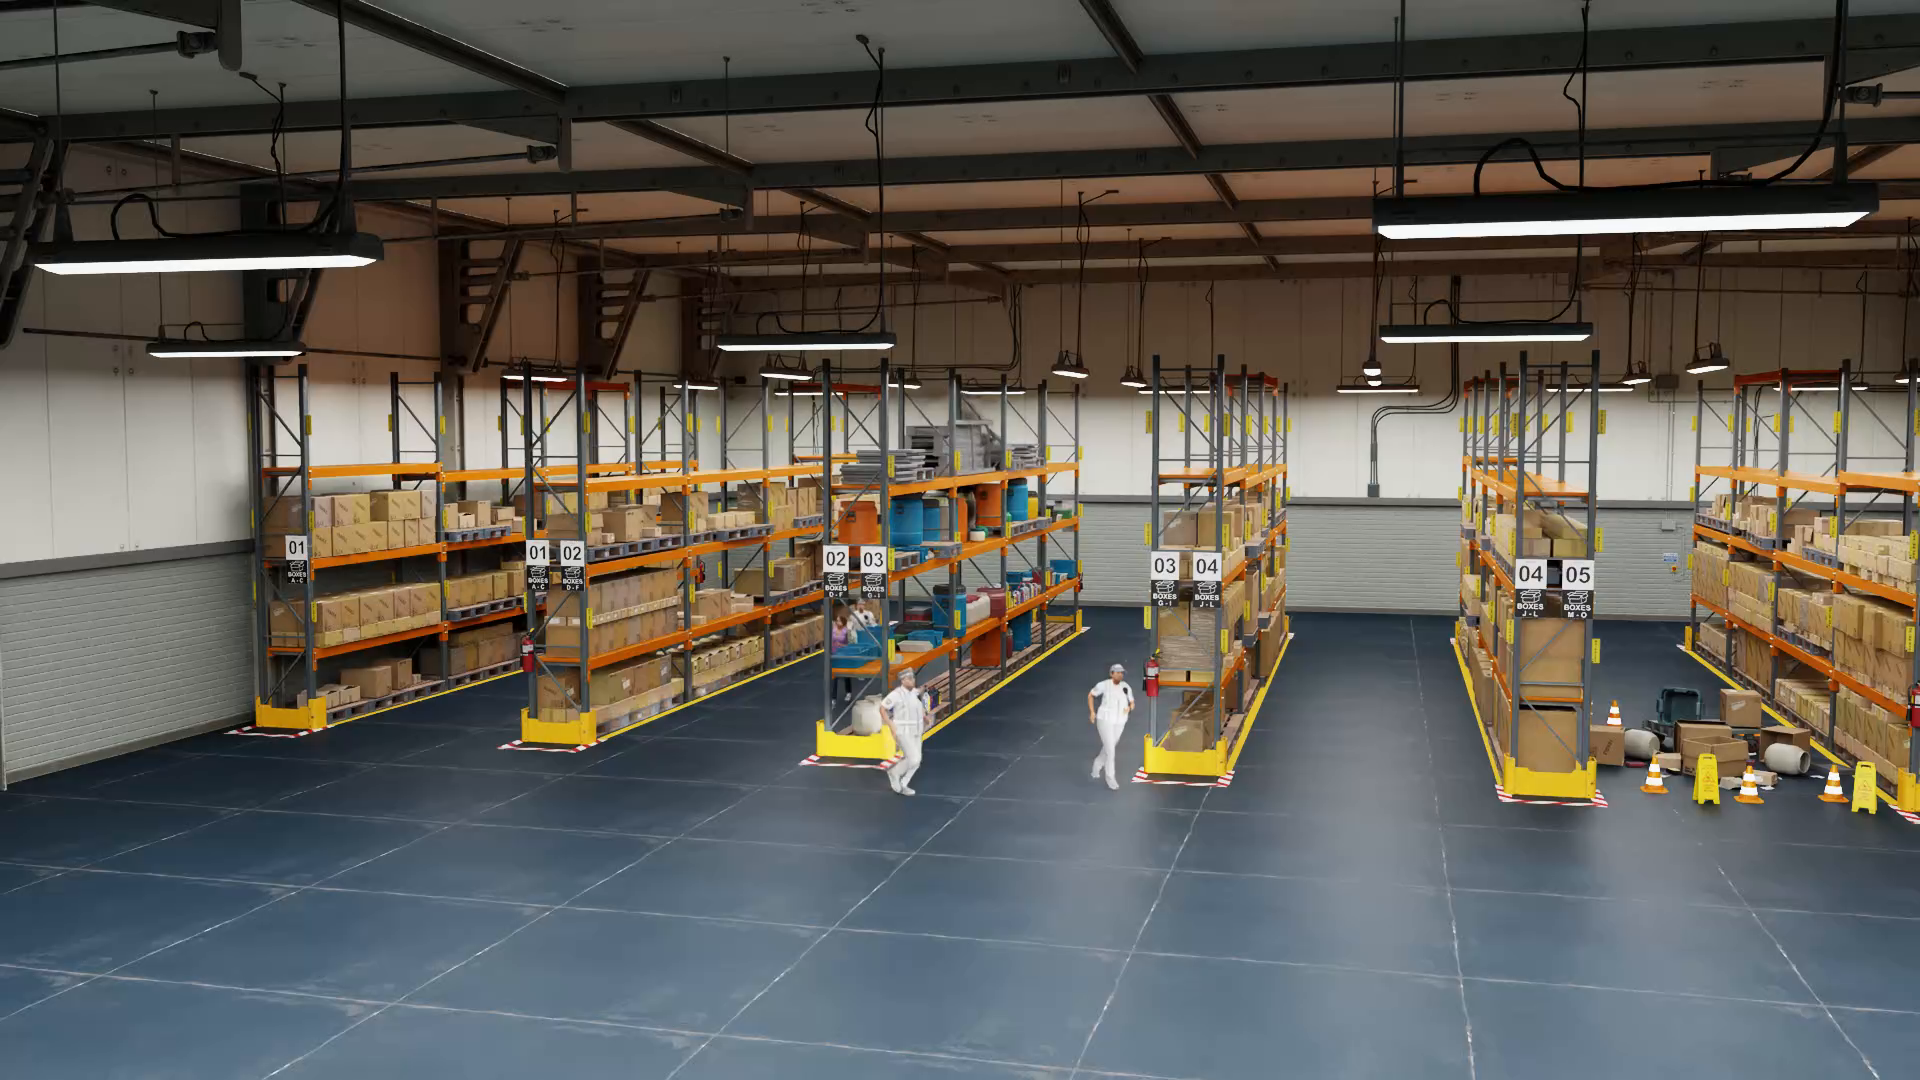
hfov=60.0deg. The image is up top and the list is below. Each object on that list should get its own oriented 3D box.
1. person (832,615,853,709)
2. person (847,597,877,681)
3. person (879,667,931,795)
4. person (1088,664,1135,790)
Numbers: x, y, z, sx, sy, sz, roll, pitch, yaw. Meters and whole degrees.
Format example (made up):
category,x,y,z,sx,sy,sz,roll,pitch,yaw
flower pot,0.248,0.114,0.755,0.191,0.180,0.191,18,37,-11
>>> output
category,x,y,z,sx,sy,sz,roll,pitch,yaw
person,-2.132,2.143,29.667,0.518,1.630,0.783,1,4,12
person,-1.927,1.933,32.796,0.598,1.645,0.584,0,4,5
person,-0.665,2.584,22.408,0.602,1.735,0.657,3,5,39
person,2.163,2.575,23.242,0.616,1.648,0.844,-2,4,-21
